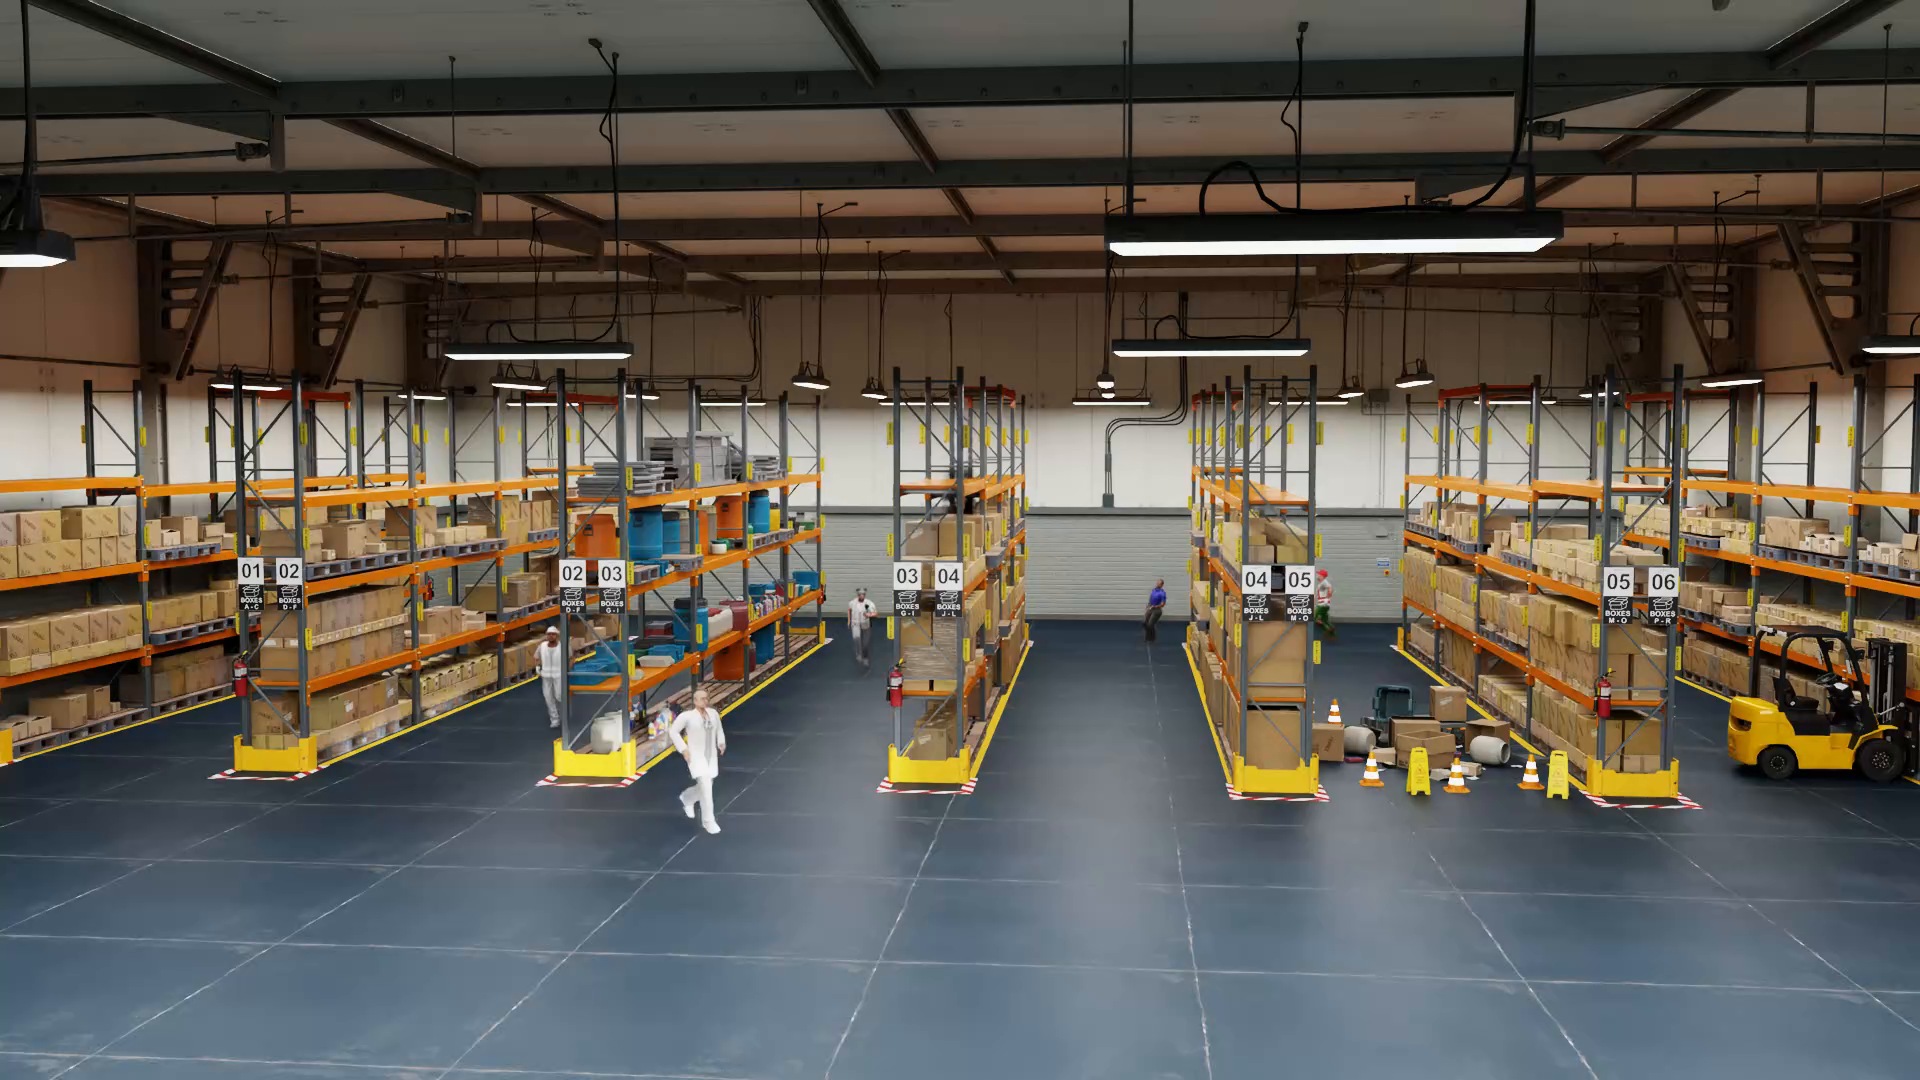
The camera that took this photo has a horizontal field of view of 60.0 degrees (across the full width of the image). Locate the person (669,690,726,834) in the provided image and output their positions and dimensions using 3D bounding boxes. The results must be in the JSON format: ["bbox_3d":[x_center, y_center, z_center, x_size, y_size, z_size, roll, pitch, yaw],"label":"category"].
[{"bbox_3d":[-3.347,2.806,21.316,0.946,1.782,0.722,3,5,44],"label":"person"}]

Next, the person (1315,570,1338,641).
[{"bbox_3d":[8.832,1.562,40.588,0.781,1.666,0.667,1,4,16],"label":"person"}]

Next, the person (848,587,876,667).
[{"bbox_3d":[-2.093,1.867,35.542,0.624,1.754,0.969,0,4,-2],"label":"person"}]

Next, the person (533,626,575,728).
[{"bbox_3d":[-6.996,2.353,28.552,0.683,1.741,0.585,0,4,-1],"label":"person"}]

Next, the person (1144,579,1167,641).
[{"bbox_3d":[4.686,1.712,40.431,0.499,1.563,0.791,-3,5,-39],"label":"person"}]
